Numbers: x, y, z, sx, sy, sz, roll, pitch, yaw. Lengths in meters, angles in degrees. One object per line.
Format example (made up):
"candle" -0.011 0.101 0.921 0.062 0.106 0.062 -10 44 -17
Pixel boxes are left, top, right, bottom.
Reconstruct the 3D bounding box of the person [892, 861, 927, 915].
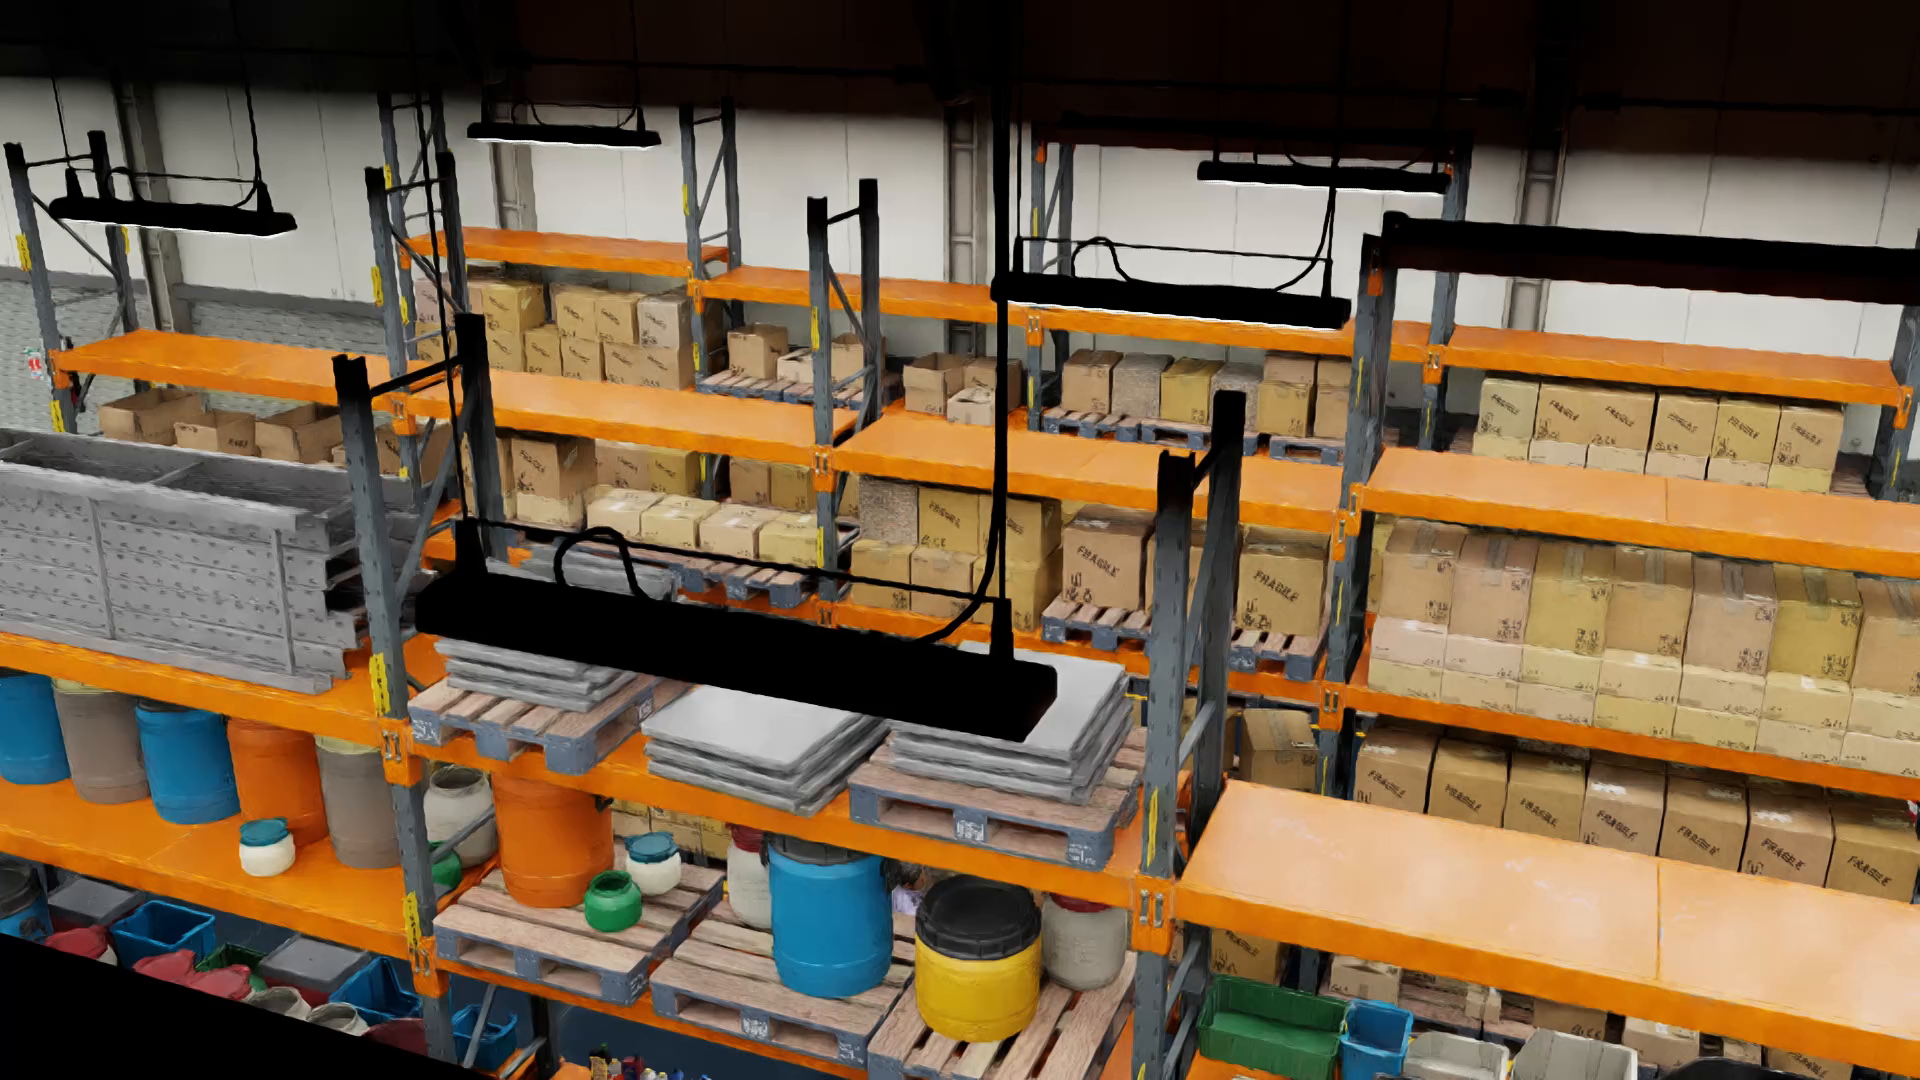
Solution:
"person" -0.348 3.043 12.078 0.556 1.632 0.598 -16 26 -36
